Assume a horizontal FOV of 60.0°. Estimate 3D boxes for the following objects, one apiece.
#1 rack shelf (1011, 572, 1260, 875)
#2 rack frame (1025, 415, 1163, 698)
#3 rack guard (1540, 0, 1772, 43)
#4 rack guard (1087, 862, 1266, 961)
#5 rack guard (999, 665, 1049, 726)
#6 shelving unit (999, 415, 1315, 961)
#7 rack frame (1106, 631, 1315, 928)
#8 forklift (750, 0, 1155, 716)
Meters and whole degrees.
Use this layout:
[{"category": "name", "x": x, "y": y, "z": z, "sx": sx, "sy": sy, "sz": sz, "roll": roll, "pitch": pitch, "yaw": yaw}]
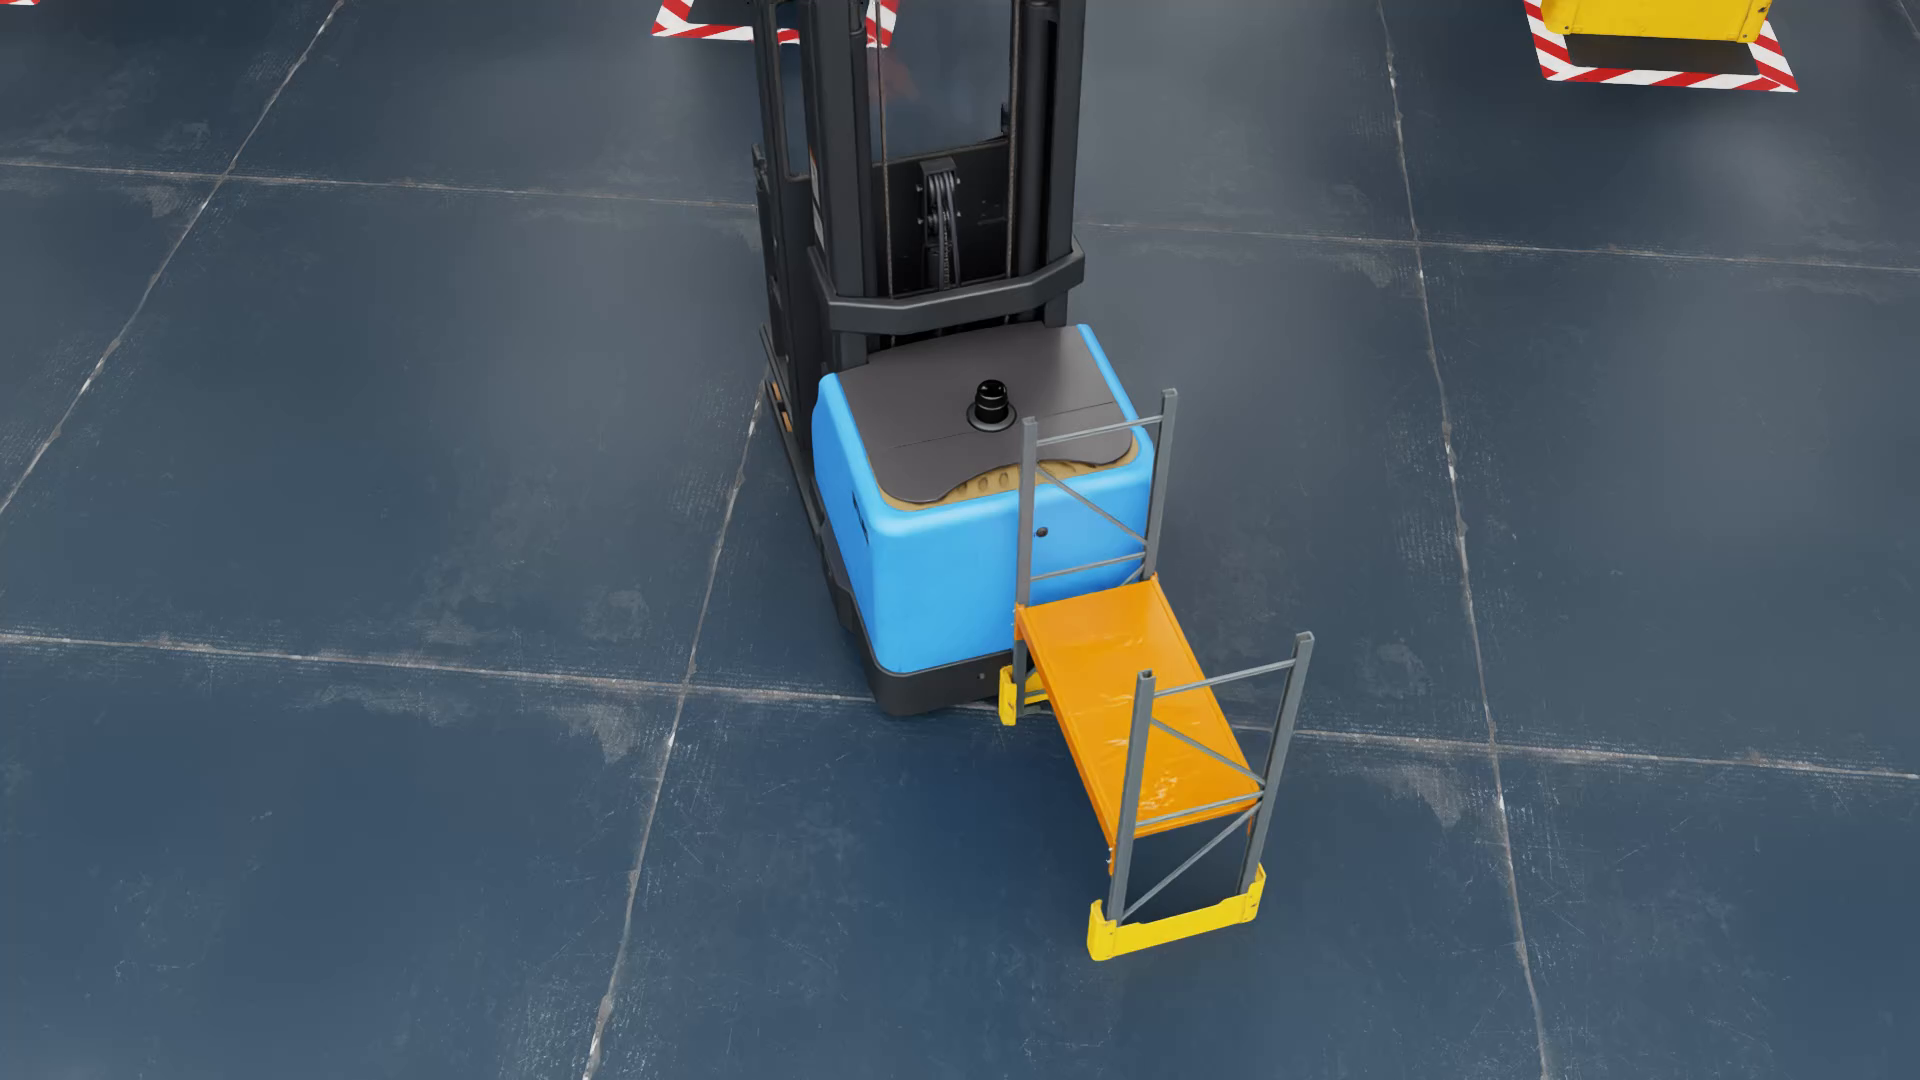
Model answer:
[{"category": "rack shelf", "x": 0.575, "y": 0.576, "z": 5.476, "sx": 0.538, "sy": 0.185, "sz": 1.000, "roll": -12, "pitch": 49, "yaw": -11}, {"category": "rack frame", "x": 0.434, "y": 0.094, "z": 5.673, "sx": 0.475, "sy": 1.308, "sz": 0.013, "roll": -12, "pitch": 49, "yaw": -11}, {"category": "rack guard", "x": 3.916, "y": -3.118, "z": 9.289, "sx": 1.175, "sy": 0.500, "sz": 0.348, "roll": 4, "pitch": 48, "yaw": 4}, {"category": "rack guard", "x": 0.711, "y": 1.223, "z": 5.488, "sx": 0.587, "sy": 0.250, "sz": 0.087, "roll": -12, "pitch": 49, "yaw": -11}, {"category": "rack guard", "x": 0.433, "y": 0.517, "z": 6.133, "sx": 0.587, "sy": 0.250, "sz": 0.087, "roll": -12, "pitch": 49, "yaw": -11}, {"category": "shelving unit", "x": 0.572, "y": 0.448, "z": 5.349, "sx": 0.587, "sy": 1.500, "sz": 1.083, "roll": -12, "pitch": 49, "yaw": -11}, {"category": "rack frame", "x": 0.716, "y": 0.815, "z": 5.014, "sx": 0.500, "sy": 1.500, "sz": 0.032, "roll": -12, "pitch": 49, "yaw": -11}, {"category": "forklift", "x": -0.213, "y": -1.457, "z": 6.122, "sx": 1.130, "sy": 2.935, "sz": 3.031, "roll": -12, "pitch": 49, "yaw": -11}]
